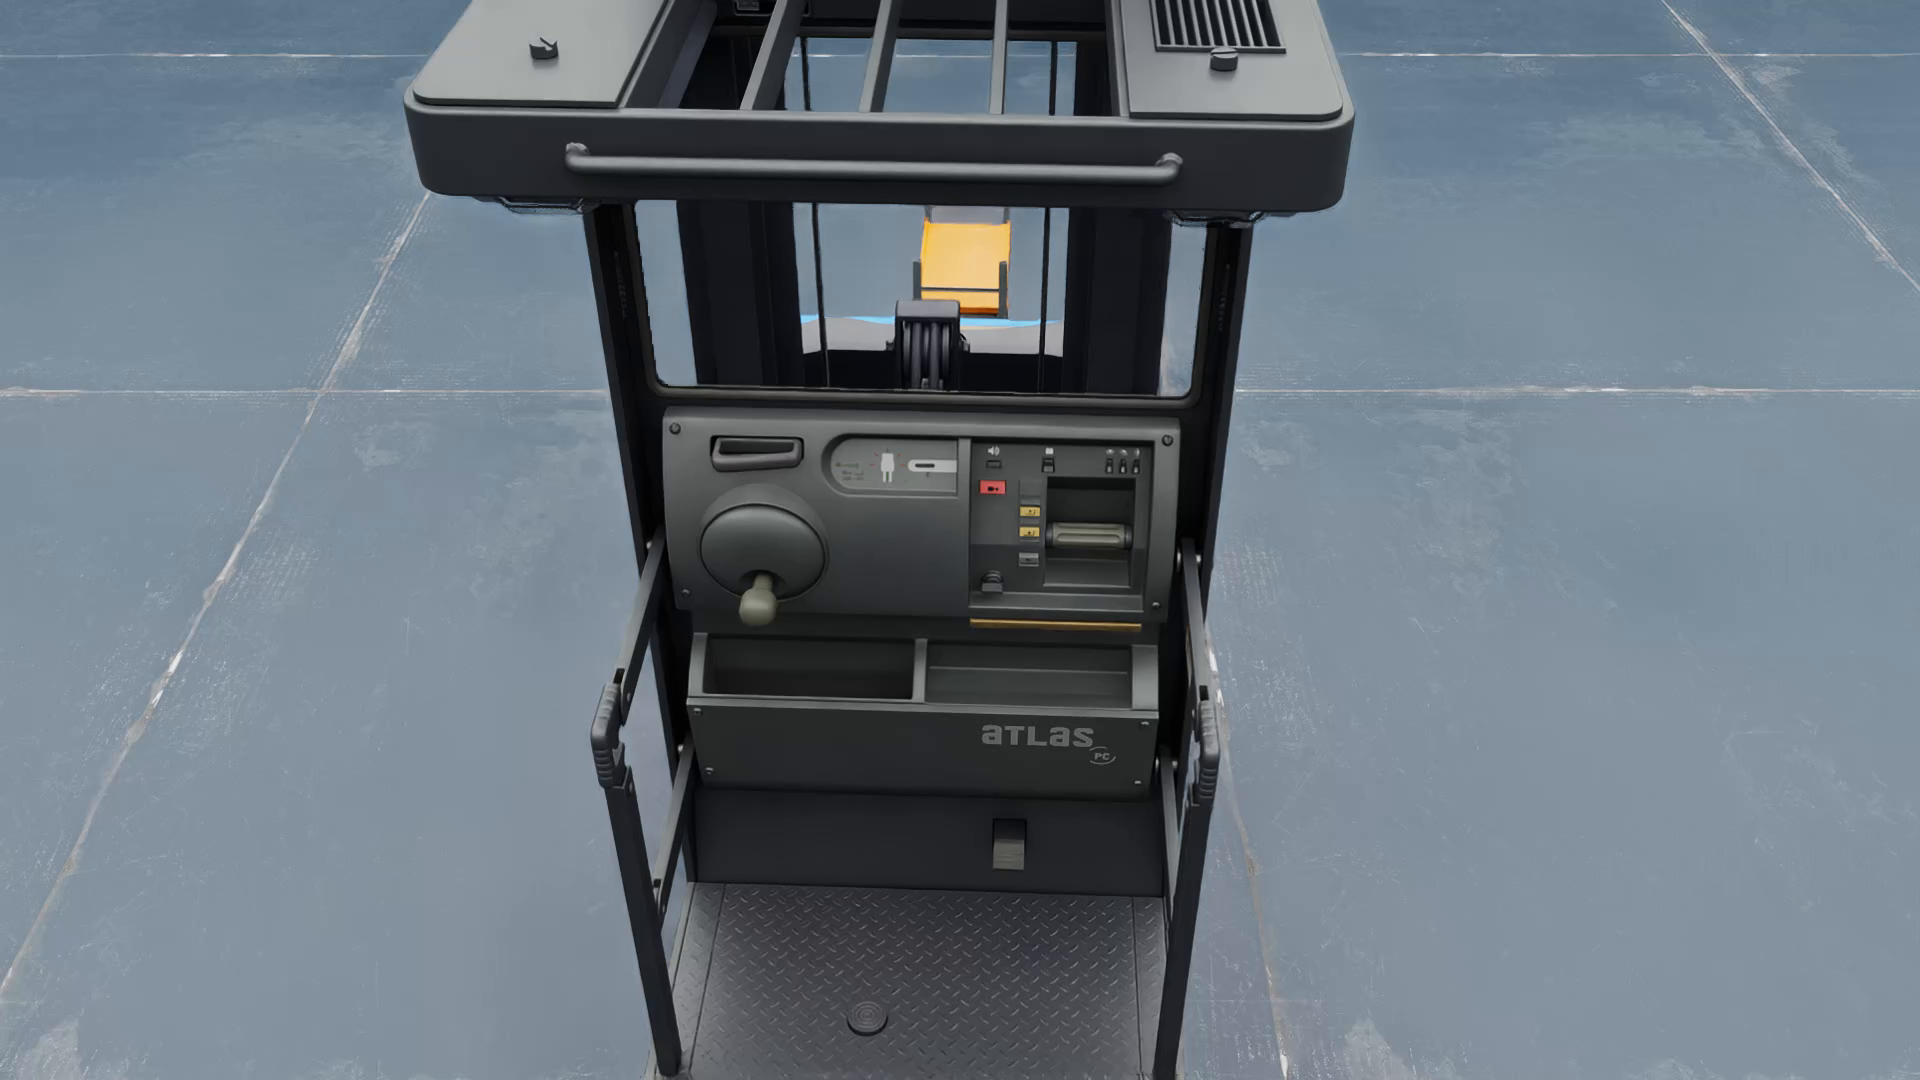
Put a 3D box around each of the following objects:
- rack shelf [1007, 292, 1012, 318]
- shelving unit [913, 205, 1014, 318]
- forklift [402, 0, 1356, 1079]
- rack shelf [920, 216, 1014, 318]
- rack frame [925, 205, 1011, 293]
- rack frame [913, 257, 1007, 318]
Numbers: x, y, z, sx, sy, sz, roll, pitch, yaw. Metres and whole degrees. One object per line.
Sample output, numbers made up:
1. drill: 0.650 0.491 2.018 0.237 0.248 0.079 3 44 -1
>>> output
1. rack shelf: 0.011 -0.517 4.685 0.258 0.148 0.480 2 39 2
2. shelving unit: 0.011 -0.395 4.783 0.258 1.200 0.503 2 39 2
3. forklift: -0.079 0.042 2.854 1.130 2.935 3.031 1 39 2
4. rack shelf: 0.011 -0.702 4.538 0.258 0.148 0.480 2 39 2
5. rack frame: 0.022 -0.547 4.973 0.240 1.200 0.015 2 39 2
6. rack frame: 0.000 -0.243 4.593 0.240 1.200 0.015 2 39 2
